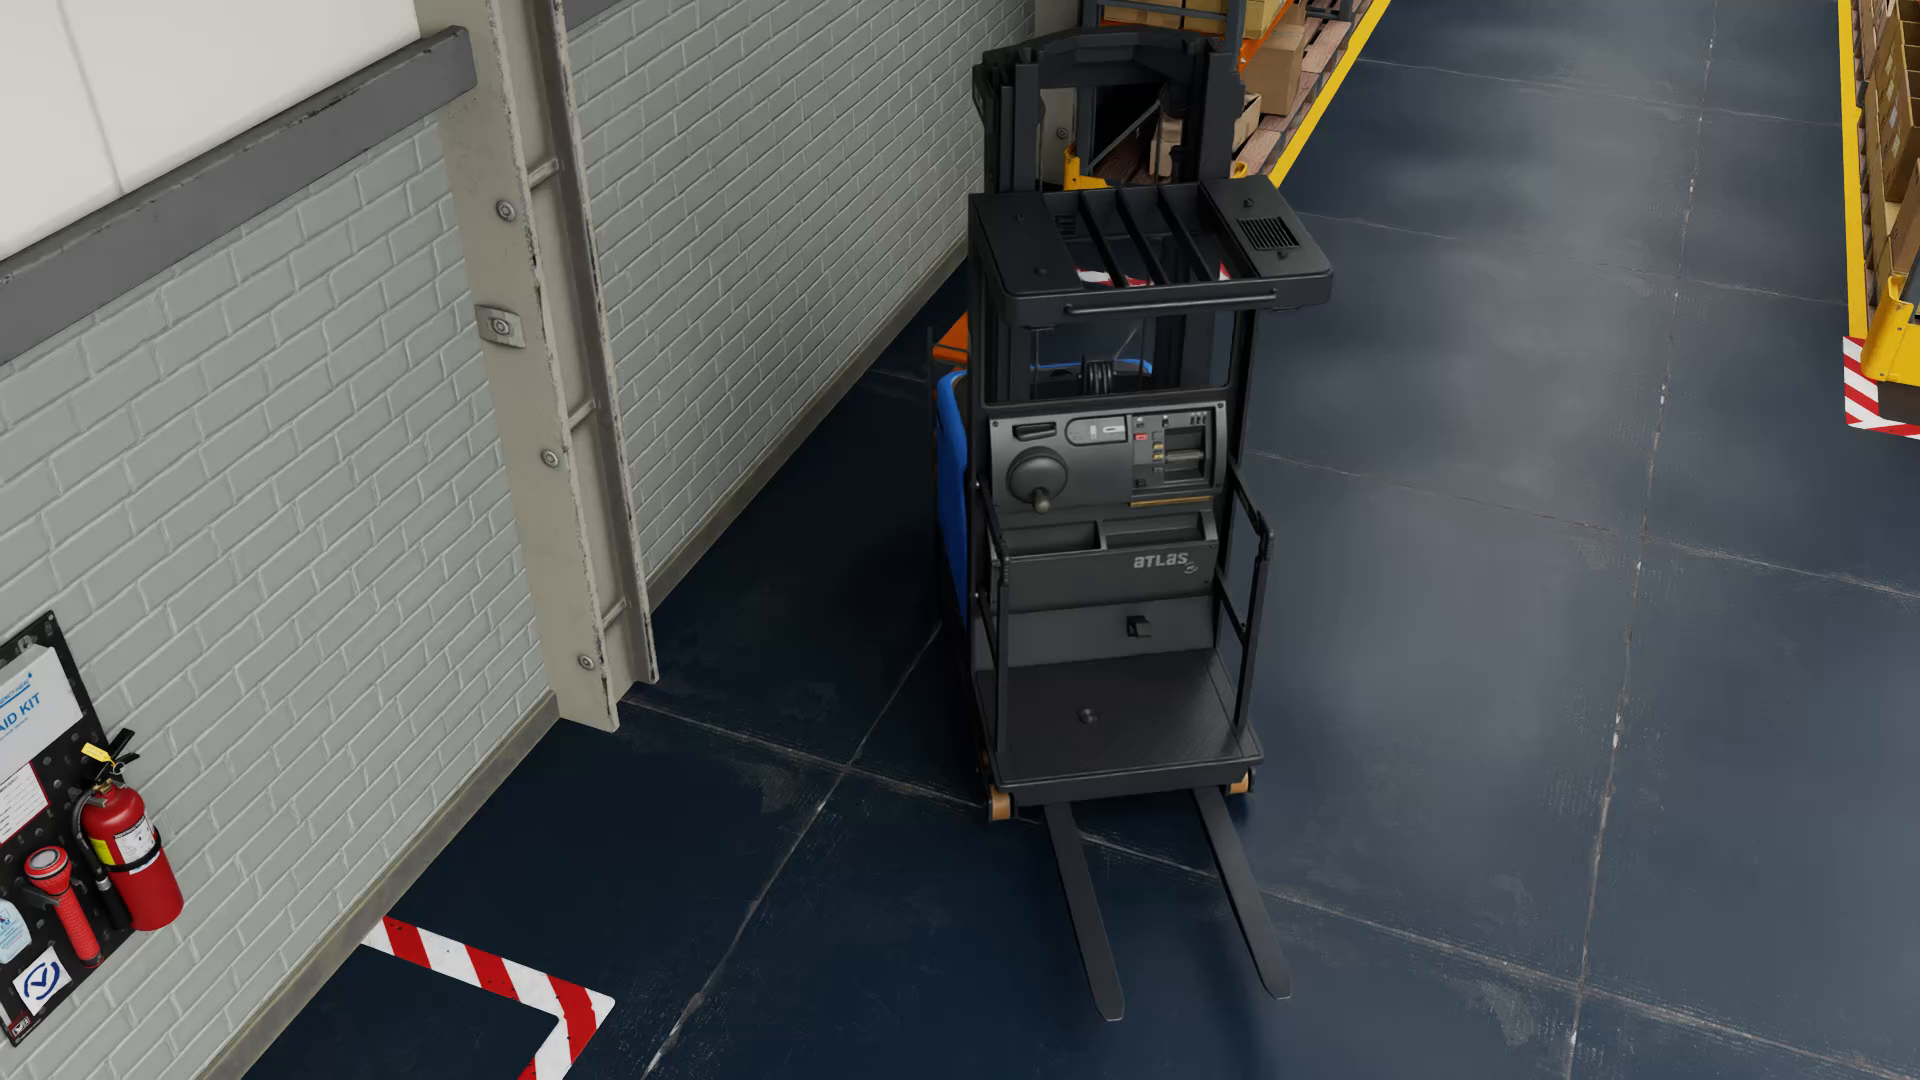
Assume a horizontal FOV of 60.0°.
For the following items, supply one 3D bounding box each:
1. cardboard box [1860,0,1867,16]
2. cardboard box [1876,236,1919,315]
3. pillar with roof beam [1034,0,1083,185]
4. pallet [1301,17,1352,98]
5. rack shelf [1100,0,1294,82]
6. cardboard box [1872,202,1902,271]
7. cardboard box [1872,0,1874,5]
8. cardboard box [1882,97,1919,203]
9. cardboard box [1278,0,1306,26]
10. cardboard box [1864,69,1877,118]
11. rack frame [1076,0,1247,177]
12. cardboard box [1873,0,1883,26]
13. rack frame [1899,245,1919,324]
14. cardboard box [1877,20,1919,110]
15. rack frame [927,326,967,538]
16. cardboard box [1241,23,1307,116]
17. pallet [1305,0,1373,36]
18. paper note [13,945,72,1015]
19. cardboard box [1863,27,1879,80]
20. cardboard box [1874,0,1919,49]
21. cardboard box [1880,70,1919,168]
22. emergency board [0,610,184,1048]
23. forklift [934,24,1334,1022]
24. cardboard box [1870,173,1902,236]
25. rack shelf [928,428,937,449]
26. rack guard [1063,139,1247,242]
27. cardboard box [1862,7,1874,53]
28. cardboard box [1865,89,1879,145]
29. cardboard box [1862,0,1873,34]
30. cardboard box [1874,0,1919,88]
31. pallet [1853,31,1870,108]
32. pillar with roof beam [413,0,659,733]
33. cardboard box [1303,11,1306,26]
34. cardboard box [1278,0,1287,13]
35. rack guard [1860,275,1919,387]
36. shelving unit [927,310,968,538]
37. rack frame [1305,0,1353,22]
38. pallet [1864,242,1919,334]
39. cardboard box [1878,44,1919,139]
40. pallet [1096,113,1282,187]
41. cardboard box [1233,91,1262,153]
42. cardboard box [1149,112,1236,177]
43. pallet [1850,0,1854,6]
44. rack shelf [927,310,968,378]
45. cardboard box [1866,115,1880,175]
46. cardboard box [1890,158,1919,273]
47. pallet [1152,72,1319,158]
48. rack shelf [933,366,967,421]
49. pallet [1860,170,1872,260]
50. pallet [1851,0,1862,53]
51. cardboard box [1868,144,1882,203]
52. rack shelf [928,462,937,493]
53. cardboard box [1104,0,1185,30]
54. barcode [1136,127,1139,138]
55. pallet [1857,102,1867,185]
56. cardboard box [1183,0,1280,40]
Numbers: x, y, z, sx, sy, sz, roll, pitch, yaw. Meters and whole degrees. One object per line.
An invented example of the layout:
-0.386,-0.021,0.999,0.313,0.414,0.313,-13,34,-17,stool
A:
7.820,-4.540,13.866,0.500,0.250,0.500,15,39,19,cardboard box
5.756,-1.549,9.865,0.500,0.250,0.500,14,39,18,cardboard box
4.690,-5.251,7.861,9.100,9.000,0.400,14,39,18,pillar with roof beam
2.542,-3.962,13.476,1.003,0.211,1.213,14,39,18,pallet
2.004,-4.064,11.884,1.077,0.370,4.000,14,39,18,rack shelf
5.935,-1.829,10.239,0.500,0.250,0.500,14,39,18,cardboard box
7.620,-4.479,13.316,0.500,0.311,0.500,14,39,18,cardboard box
6.121,-2.407,10.386,0.500,0.500,0.500,14,39,18,cardboard box
2.407,-4.050,12.986,0.500,0.500,0.500,11,38,14,cardboard box
6.890,-3.212,12.089,0.500,0.250,0.500,14,39,18,cardboard box
1.243,-3.245,10.187,1.000,3.000,0.127,14,39,18,rack frame
7.428,-4.203,12.947,0.500,0.311,0.500,15,39,19,cardboard box
5.825,-2.118,8.680,1.000,3.000,0.127,14,39,18,rack frame
6.698,-3.236,11.495,0.500,0.500,0.500,14,39,18,cardboard box
-0.039,-0.472,7.980,0.240,1.200,0.015,15,39,19,rack frame
2.131,-3.493,12.239,0.700,0.500,0.500,11,38,15,cardboard box
3.060,-4.774,14.562,1.003,0.211,1.213,14,39,18,pallet
-2.681,1.287,4.859,0.016,0.148,0.142,14,39,18,paper note
7.237,-3.695,12.736,0.500,0.250,0.500,13,39,17,cardboard box
7.236,-3.914,12.560,0.500,0.311,0.500,14,39,18,cardboard box
6.312,-2.684,10.756,0.500,0.500,0.500,14,39,18,cardboard box
-2.549,0.852,4.706,0.194,1.169,0.643,14,39,18,emergency board
0.608,-0.256,6.246,1.130,2.935,3.031,-5,37,-7,forklift
6.124,-2.106,10.610,0.500,0.250,0.500,14,39,18,cardboard box
0.059,-0.552,8.200,0.258,0.148,0.480,15,39,19,rack shelf
1.272,-2.285,10.992,1.175,0.500,0.348,14,39,18,rack guard
7.431,-3.975,13.110,0.500,0.250,0.500,13,39,17,cardboard box
6.695,-2.936,11.721,0.500,0.250,0.500,14,39,18,cardboard box
7.625,-4.258,13.489,0.500,0.250,0.500,15,39,19,cardboard box
6.881,-3.515,11.868,0.500,0.500,0.500,14,39,18,cardboard box
7.591,-3.633,13.035,1.003,0.211,1.213,14,39,18,pallet
2.407,-1.930,3.417,9.100,9.000,0.400,14,39,18,pillar with roof beam
2.589,-4.198,13.461,0.380,0.166,0.250,9,38,12,cardboard box
1.906,-3.681,10.880,0.500,0.250,0.500,13,39,16,cardboard box
5.816,-1.104,9.411,1.175,0.500,0.348,14,39,18,rack guard
0.059,-0.606,8.159,0.258,1.200,0.503,15,39,19,shelving unit
2.765,-5.459,13.150,1.000,3.000,0.127,14,39,18,rack frame
6.077,-1.434,10.094,1.003,0.211,1.213,14,39,18,pallet
6.501,-2.961,11.127,0.500,0.500,0.500,14,39,18,cardboard box
1.613,-2.612,11.669,1.003,0.211,1.213,14,39,18,pallet
1.806,-3.022,11.768,0.500,0.311,0.500,17,40,21,cardboard box
1.589,-2.706,11.345,0.500,0.311,0.500,10,38,13,cardboard box
8.520,-4.984,14.843,1.003,0.211,1.213,14,39,18,pallet
0.059,-0.920,7.924,0.258,0.148,0.480,15,39,19,rack shelf
6.500,-2.661,11.352,0.500,0.250,0.500,14,39,18,cardboard box
5.754,-1.850,9.641,0.500,0.500,0.500,14,39,18,cardboard box
2.079,-3.285,12.570,1.003,0.211,1.213,14,39,18,pallet
0.059,-0.731,8.066,0.258,0.148,0.480,15,39,19,rack shelf
6.543,-2.107,10.995,1.003,0.211,1.213,14,39,18,pallet
8.054,-4.311,13.942,1.003,0.211,1.213,14,39,18,pallet
6.316,-2.383,10.980,0.500,0.250,0.500,14,39,18,cardboard box
0.059,-0.393,8.319,0.258,0.148,0.480,15,39,19,rack shelf
1.241,-3.496,10.631,0.500,0.250,0.500,14,39,18,cardboard box
1.226,-2.811,11.478,0.001,0.075,0.075,14,39,18,barcode
7.006,-2.785,11.901,1.003,0.211,1.213,14,39,18,pallet
1.722,-3.390,10.491,0.500,0.250,0.500,13,39,16,cardboard box
